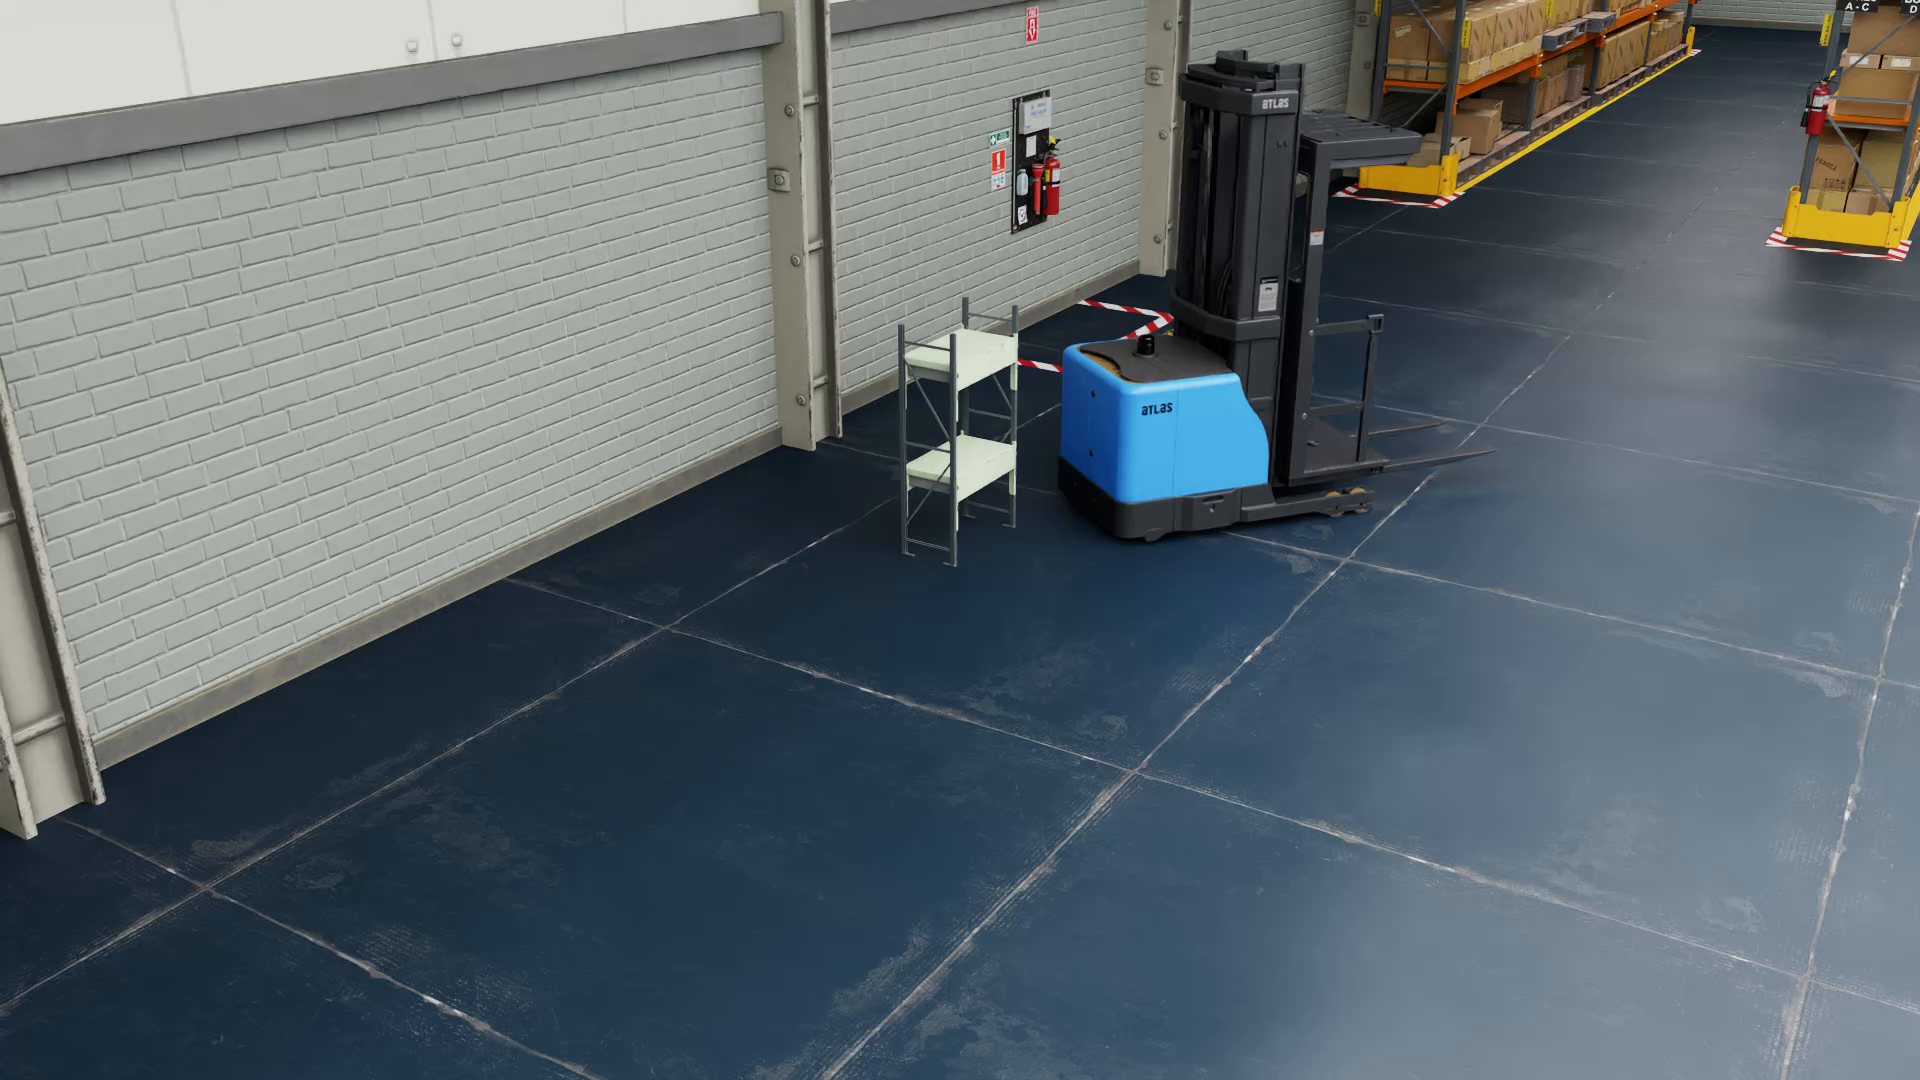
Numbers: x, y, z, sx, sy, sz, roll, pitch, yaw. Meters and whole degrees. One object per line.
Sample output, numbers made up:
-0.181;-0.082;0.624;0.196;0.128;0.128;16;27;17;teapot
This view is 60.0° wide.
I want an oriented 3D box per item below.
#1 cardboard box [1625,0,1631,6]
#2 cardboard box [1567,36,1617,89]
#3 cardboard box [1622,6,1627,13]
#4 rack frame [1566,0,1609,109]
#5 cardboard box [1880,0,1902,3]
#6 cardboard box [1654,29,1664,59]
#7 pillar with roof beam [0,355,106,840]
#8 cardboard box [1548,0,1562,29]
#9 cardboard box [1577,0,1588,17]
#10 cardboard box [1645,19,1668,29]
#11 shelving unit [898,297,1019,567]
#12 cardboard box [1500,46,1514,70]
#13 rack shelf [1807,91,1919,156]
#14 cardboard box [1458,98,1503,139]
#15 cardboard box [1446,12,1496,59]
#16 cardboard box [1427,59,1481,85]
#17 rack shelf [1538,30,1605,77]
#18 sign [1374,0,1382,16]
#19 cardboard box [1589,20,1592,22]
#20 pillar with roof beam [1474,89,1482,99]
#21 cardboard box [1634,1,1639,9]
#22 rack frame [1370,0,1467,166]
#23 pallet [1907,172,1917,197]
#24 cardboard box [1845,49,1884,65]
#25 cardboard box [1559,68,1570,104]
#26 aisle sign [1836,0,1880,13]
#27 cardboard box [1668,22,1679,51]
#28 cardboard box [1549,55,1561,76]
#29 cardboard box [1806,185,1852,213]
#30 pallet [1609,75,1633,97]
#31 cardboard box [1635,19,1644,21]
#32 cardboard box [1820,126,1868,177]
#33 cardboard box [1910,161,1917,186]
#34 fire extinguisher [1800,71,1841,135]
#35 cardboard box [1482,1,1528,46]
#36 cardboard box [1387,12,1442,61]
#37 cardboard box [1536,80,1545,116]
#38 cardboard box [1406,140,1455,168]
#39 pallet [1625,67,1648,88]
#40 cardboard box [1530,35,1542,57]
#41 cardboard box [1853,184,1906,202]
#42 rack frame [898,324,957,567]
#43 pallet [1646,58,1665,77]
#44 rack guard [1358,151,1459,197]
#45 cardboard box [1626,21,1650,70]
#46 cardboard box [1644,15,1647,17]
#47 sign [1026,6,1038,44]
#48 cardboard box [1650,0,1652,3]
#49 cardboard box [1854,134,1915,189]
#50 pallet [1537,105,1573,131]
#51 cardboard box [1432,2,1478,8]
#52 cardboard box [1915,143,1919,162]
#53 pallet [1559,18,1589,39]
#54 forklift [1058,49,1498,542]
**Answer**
10.816;-9.108;27.489;0.500;0.500;0.500;14;27;29;cardboard box
10.295;-7.891;27.380;0.750;0.750;0.750;13;27;28;cardboard box
10.966;-8.941;27.918;0.380;0.149;0.250;14;27;29;cardboard box
9.796;-8.464;26.527;1.000;3.000;0.127;14;27;29;rack frame
10.344;-5.720;18.428;0.700;0.500;0.500;13;27;28;cardboard box
12.655;-9.260;30.982;0.700;0.500;0.500;14;27;28;cardboard box
-0.628;-1.957;3.945;9.100;9.000;0.400;14;27;29;pillar with roof beam
8.284;-7.714;24.113;0.700;0.500;0.500;17;29;34;cardboard box
9.284;-8.357;25.599;0.700;0.500;0.500;11;26;24;cardboard box
12.998;-9.642;31.049;0.380;0.149;0.250;13;27;27;cardboard box
-0.004;-0.686;10.447;0.431;1.500;0.755;14;27;29;shelving unit
6.907;-6.322;21.741;0.500;0.250;0.500;14;27;29;cardboard box
10.841;-5.072;19.597;1.077;0.370;4.000;14;27;29;rack shelf
7.172;-5.810;22.989;0.500;0.500;0.500;12;26;25;cardboard box
6.352;-6.312;20.773;0.500;0.500;0.500;14;27;29;cardboard box
6.103;-5.803;20.542;0.500;0.250;0.500;13;27;27;cardboard box
8.741;-7.459;25.110;1.077;0.370;4.000;14;27;29;rack shelf
5.115;-6.564;20.281;0.100;0.325;0.005;14;27;29;sign
10.166;-8.421;26.717;0.380;0.149;0.250;13;27;28;cardboard box
12.032;-10.058;22.656;9.100;9.000;0.400;14;27;29;pillar with roof beam
11.405;-9.197;28.509;0.380;0.149;0.250;14;27;29;cardboard box
5.576;-5.764;20.289;1.000;3.000;0.127;14;27;29;rack frame
11.441;-4.538;20.967;1.003;0.211;1.213;14;27;29;pallet
9.963;-5.328;18.340;0.380;0.149;0.250;15;27;30;cardboard box
9.090;-7.116;26.004;0.700;0.500;0.500;14;27;29;cardboard box
9.502;-5.960;17.469;0.394;0.787;0.004;14;27;29;aisle sign
13.467;-9.784;32.193;0.700;0.500;0.500;14;27;29;cardboard box
8.839;-7.255;25.383;0.500;0.250;0.500;14;27;29;cardboard box
9.818;-3.901;18.918;0.500;0.250;0.500;14;27;29;cardboard box
10.920;-7.845;28.606;1.003;0.211;1.213;14;27;29;pallet
12.557;-9.649;31.063;0.380;0.149;0.250;13;27;27;cardboard box
10.331;-4.586;19.557;0.500;0.500;0.500;14;27;29;cardboard box
11.314;-4.467;20.226;0.500;0.250;0.500;14;27;29;cardboard box
9.329;-4.749;18.042;0.296;0.674;0.183;14;27;29;fire extinguisher
7.166;-6.837;21.987;0.500;0.500;0.500;13;27;27;cardboard box
5.644;-6.252;20.637;0.500;0.500;0.500;14;27;28;cardboard box
8.290;-6.606;24.826;0.700;0.500;0.500;13;27;28;cardboard box
6.017;-4.947;21.232;0.500;0.311;0.500;11;26;23;cardboard box
11.563;-8.258;29.561;1.003;0.211;1.213;14;27;29;pallet
7.693;-6.831;22.918;0.500;0.250;0.500;14;27;29;cardboard box
10.519;-3.962;19.059;0.500;0.250;0.500;14;27;29;cardboard box
-0.197;-0.562;10.161;0.400;1.500;0.023;14;27;29;rack frame
12.373;-8.775;30.754;1.003;0.211;1.213;14;27;29;pallet
5.616;-4.643;20.845;1.175;0.500;0.348;14;27;29;rack guard
11.673;-8.774;29.419;0.750;0.750;0.750;14;27;30;cardboard box
12.960;-9.906;31.659;0.380;0.149;0.250;14;27;29;cardboard box
0.620;-4.413;14.249;0.001;0.298;0.199;14;27;29;sign
11.968;-9.535;29.290;0.380;0.149;0.250;14;27;29;cardboard box
10.520;-4.306;18.909;0.500;0.500;0.500;14;27;29;cardboard box
8.738;-6.511;25.525;1.003;0.211;1.213;14;27;29;pallet
6.452;-6.766;21.822;0.500;0.500;0.500;14;27;30;cardboard box
11.303;-4.814;20.084;0.500;0.500;0.500;14;27;29;cardboard box
8.786;-7.700;25.001;1.003;0.211;1.213;14;27;29;pallet
2.240;-1.684;10.951;3.031;2.935;1.130;-9;25;-19;forklift
